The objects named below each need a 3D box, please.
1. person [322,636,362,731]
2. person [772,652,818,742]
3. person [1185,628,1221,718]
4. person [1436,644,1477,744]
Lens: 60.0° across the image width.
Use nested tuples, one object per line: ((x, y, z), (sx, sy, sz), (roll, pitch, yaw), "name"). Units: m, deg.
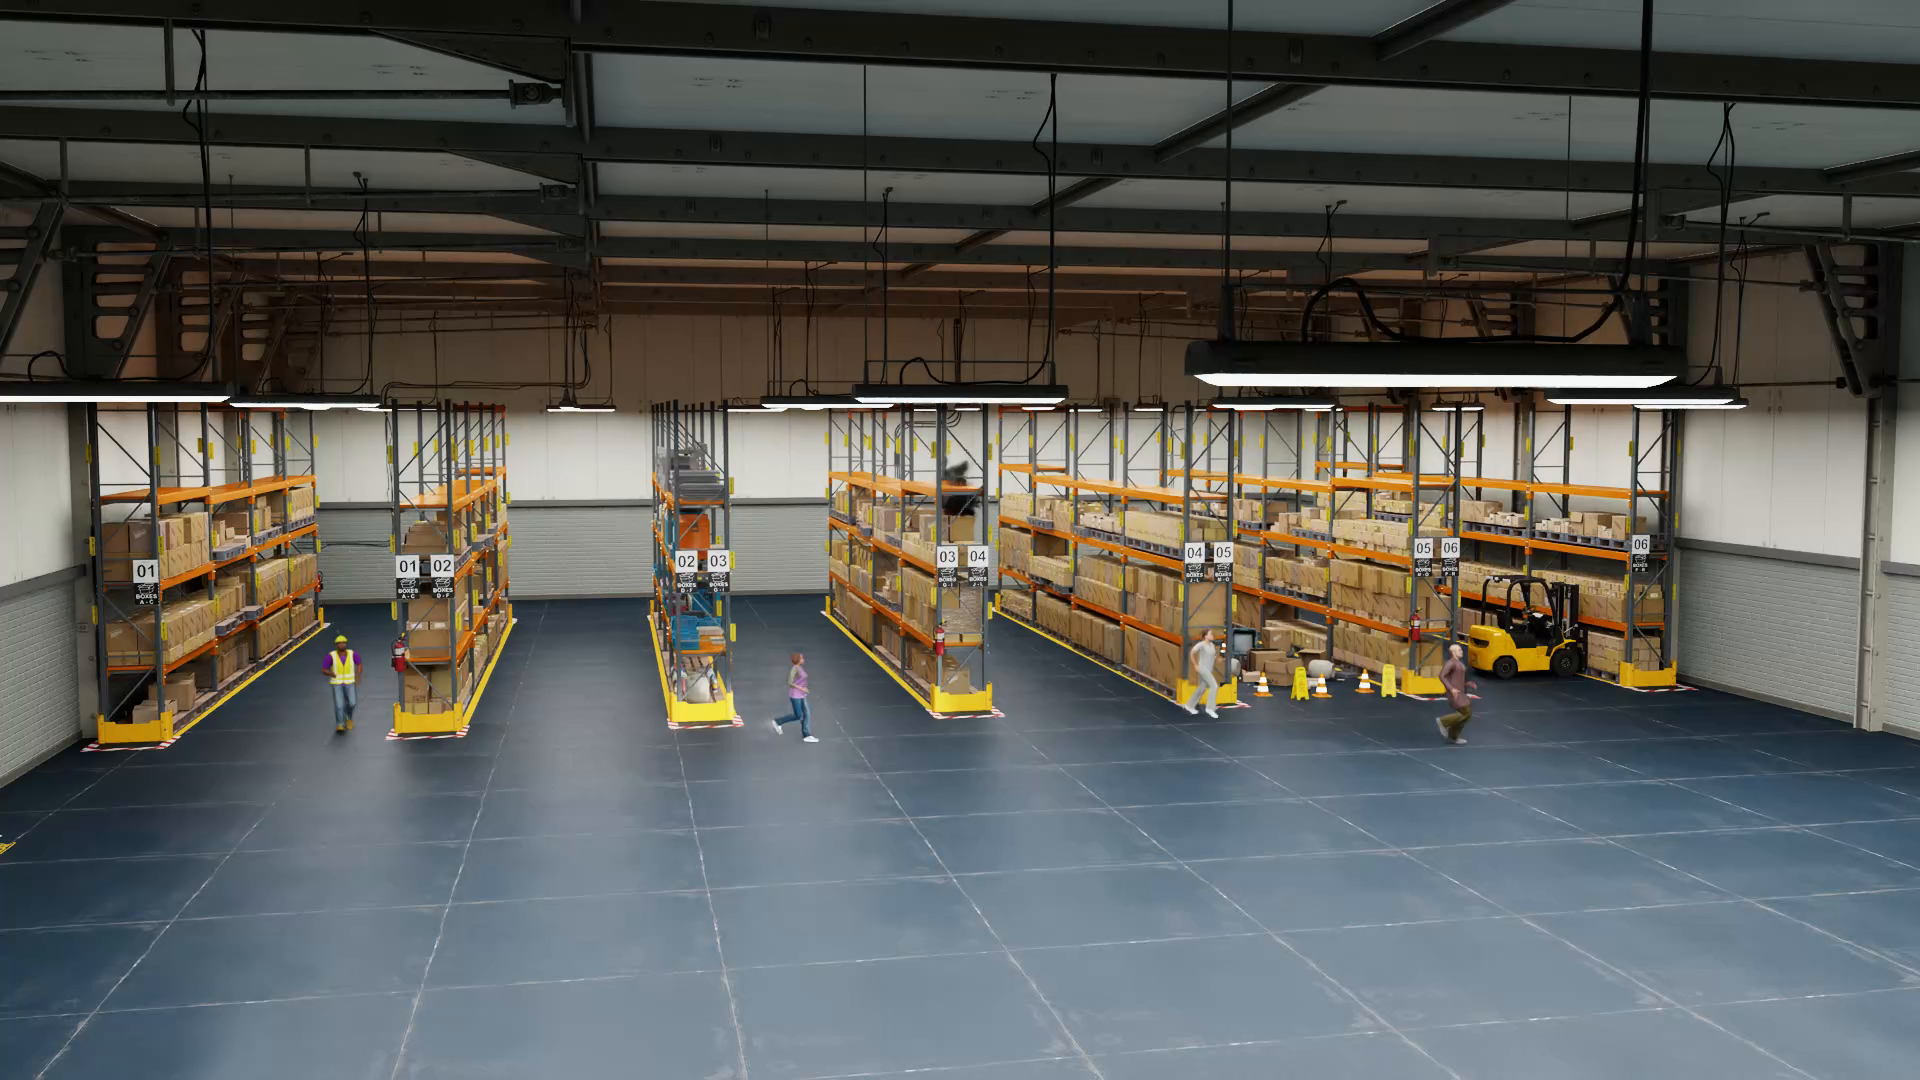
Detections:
((-11.085, 2.595, 29.895), (0.702, 1.744, 0.588), (-2, 5, -27), "person")
((-2.849, 2.748, 29.078), (0.791, 1.580, 0.541), (1, 4, 13), "person")
((4.652, 2.501, 31.575), (0.750, 1.676, 0.557), (3, 5, 35), "person")
((8.671, 2.686, 28.915), (0.571, 1.719, 0.708), (3, 5, 33), "person")
